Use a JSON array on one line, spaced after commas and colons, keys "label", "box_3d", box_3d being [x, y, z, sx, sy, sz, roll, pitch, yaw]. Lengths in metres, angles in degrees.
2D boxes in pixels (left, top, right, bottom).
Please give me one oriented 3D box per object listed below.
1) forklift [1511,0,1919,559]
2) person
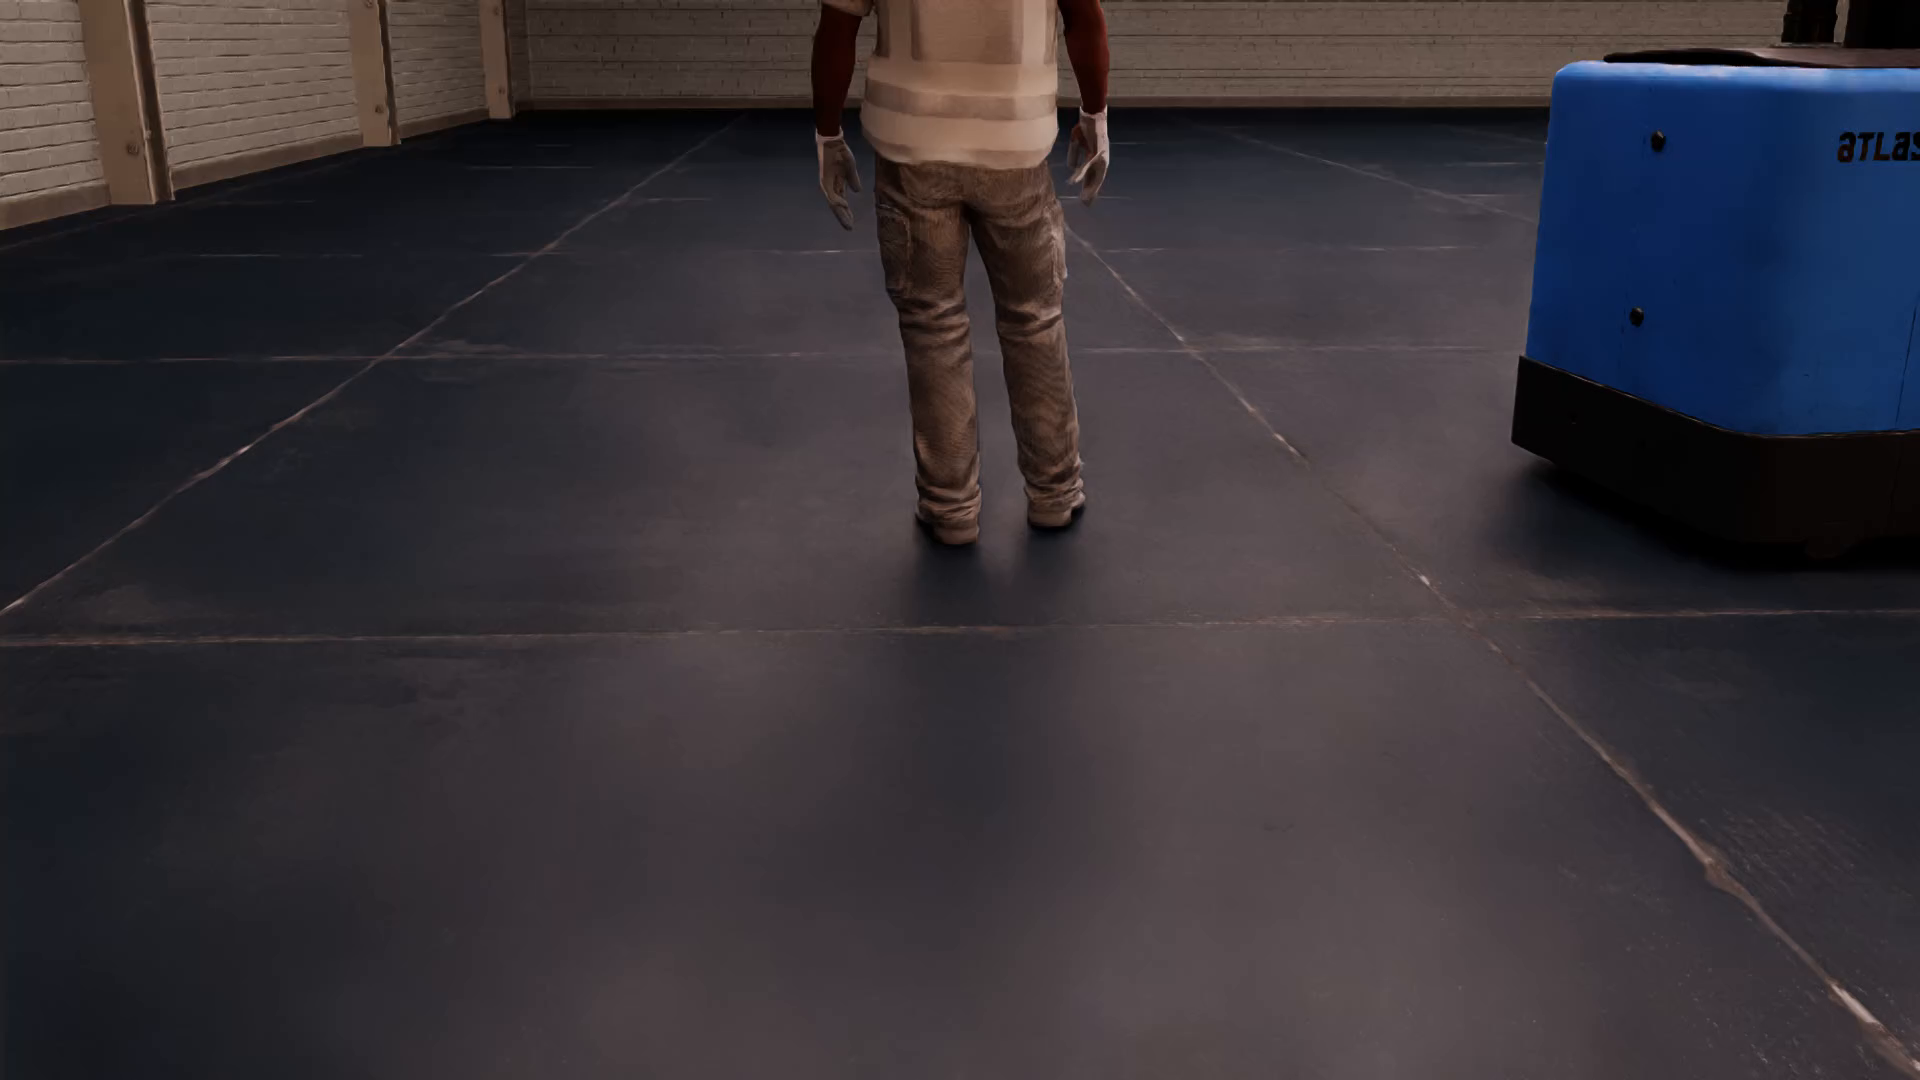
[{"label": "forklift", "box_3d": [3.074, -1.552, 3.980, 3.031, 2.935, 1.130, -3, 17, -10]}, {"label": "person", "box_3d": [0.004, -0.880, 3.725, 0.655, 1.782, 0.576, -1, 17, -3]}]
